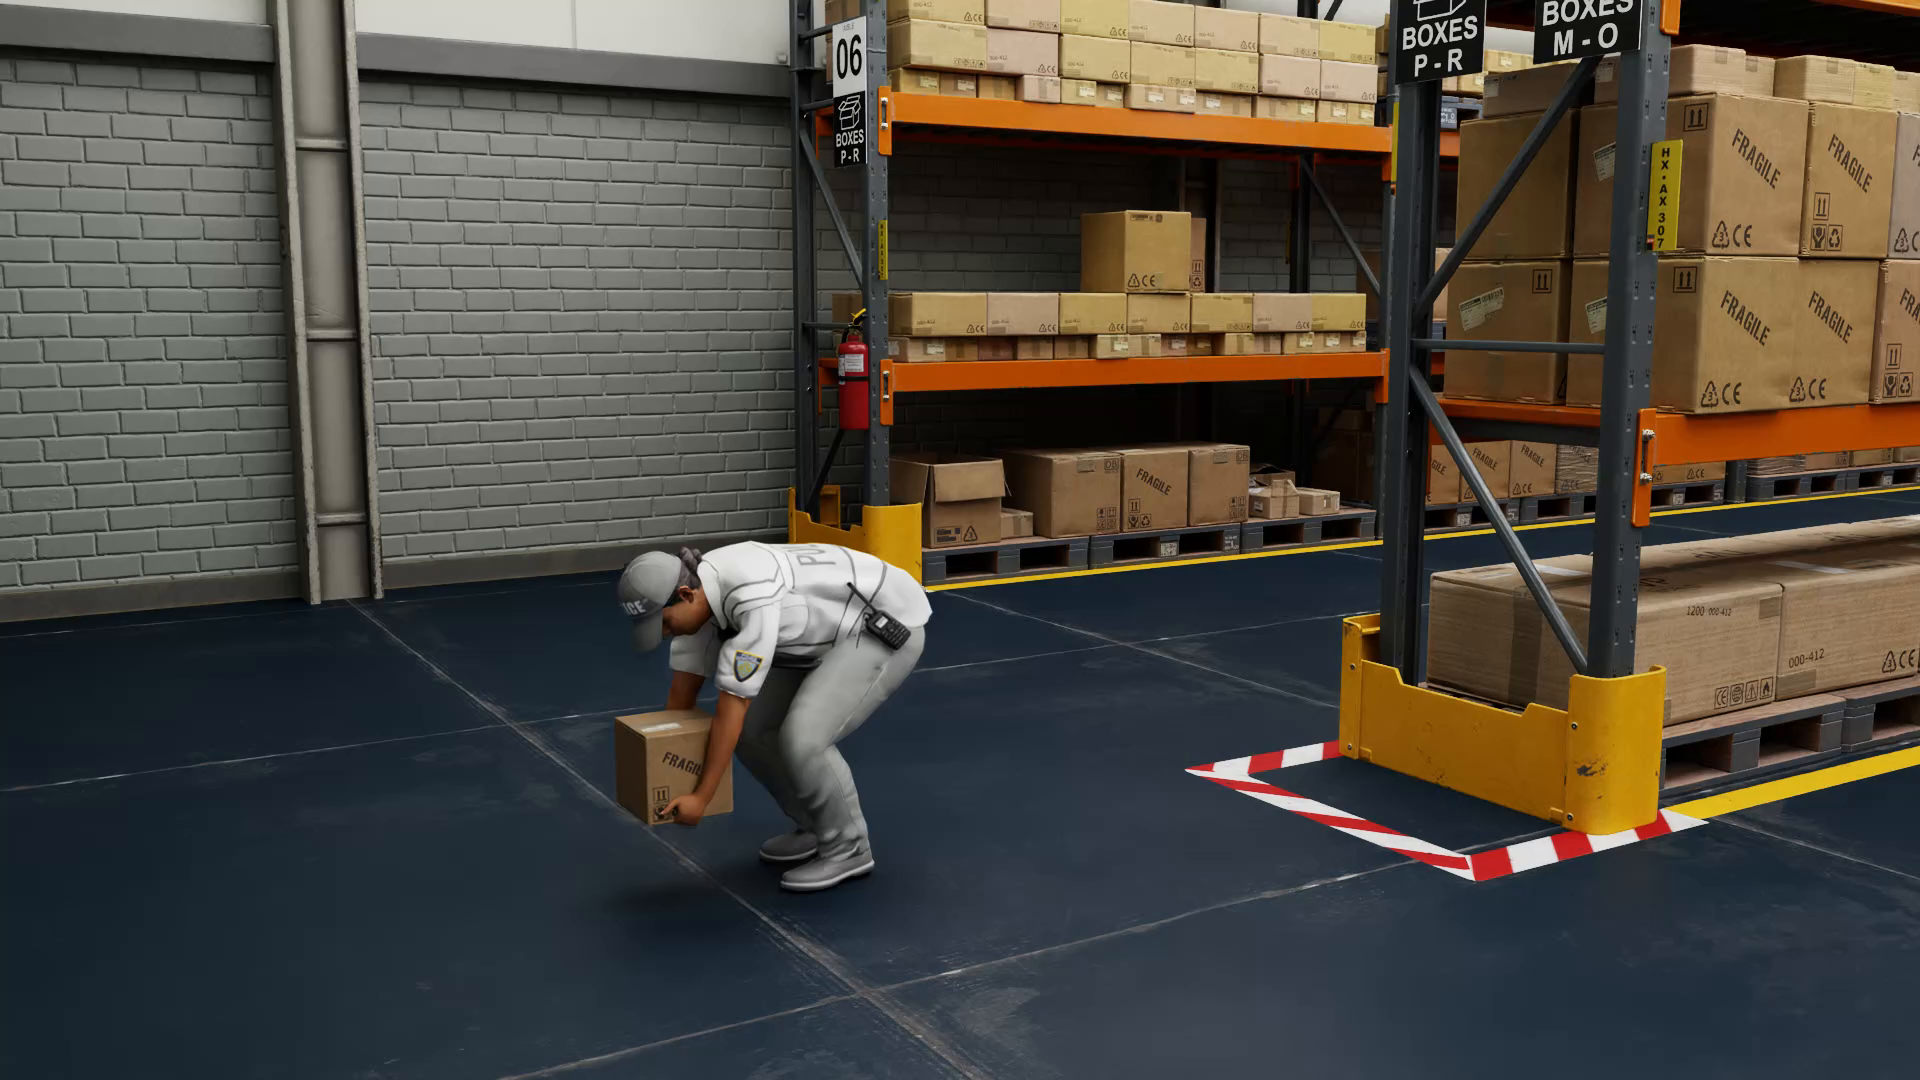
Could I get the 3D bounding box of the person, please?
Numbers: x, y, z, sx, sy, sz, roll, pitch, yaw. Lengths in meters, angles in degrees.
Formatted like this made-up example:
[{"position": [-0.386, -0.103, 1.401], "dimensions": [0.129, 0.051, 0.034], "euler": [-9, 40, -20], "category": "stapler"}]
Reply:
[{"position": [-0.533, 0.489, 4.786], "dimensions": [0.938, 0.998, 0.502], "euler": [-6, 10, -34], "category": "person"}]
